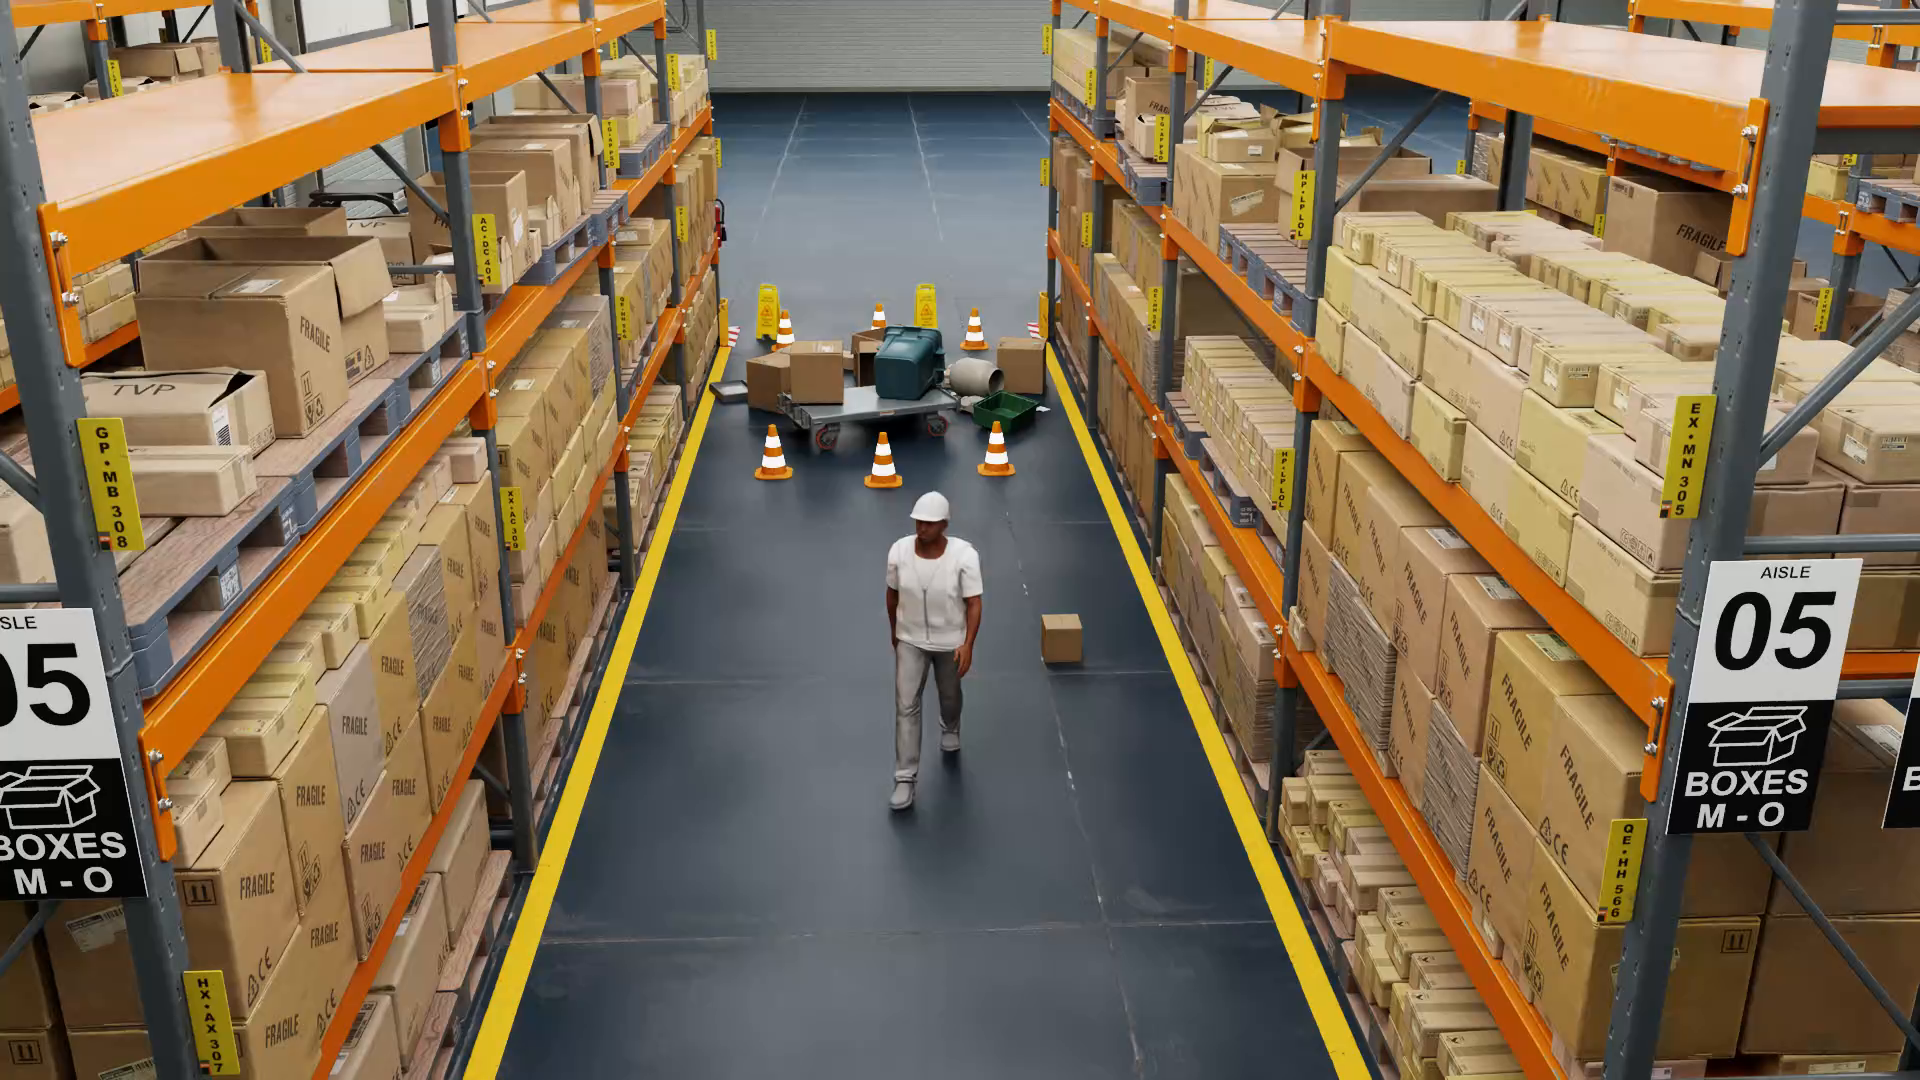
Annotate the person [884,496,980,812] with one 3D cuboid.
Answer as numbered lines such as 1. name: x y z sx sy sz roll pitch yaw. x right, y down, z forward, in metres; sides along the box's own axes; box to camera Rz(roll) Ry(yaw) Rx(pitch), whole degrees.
1. person: -0.175 0.593 9.429 0.574 1.716 1.071 3 20 7
